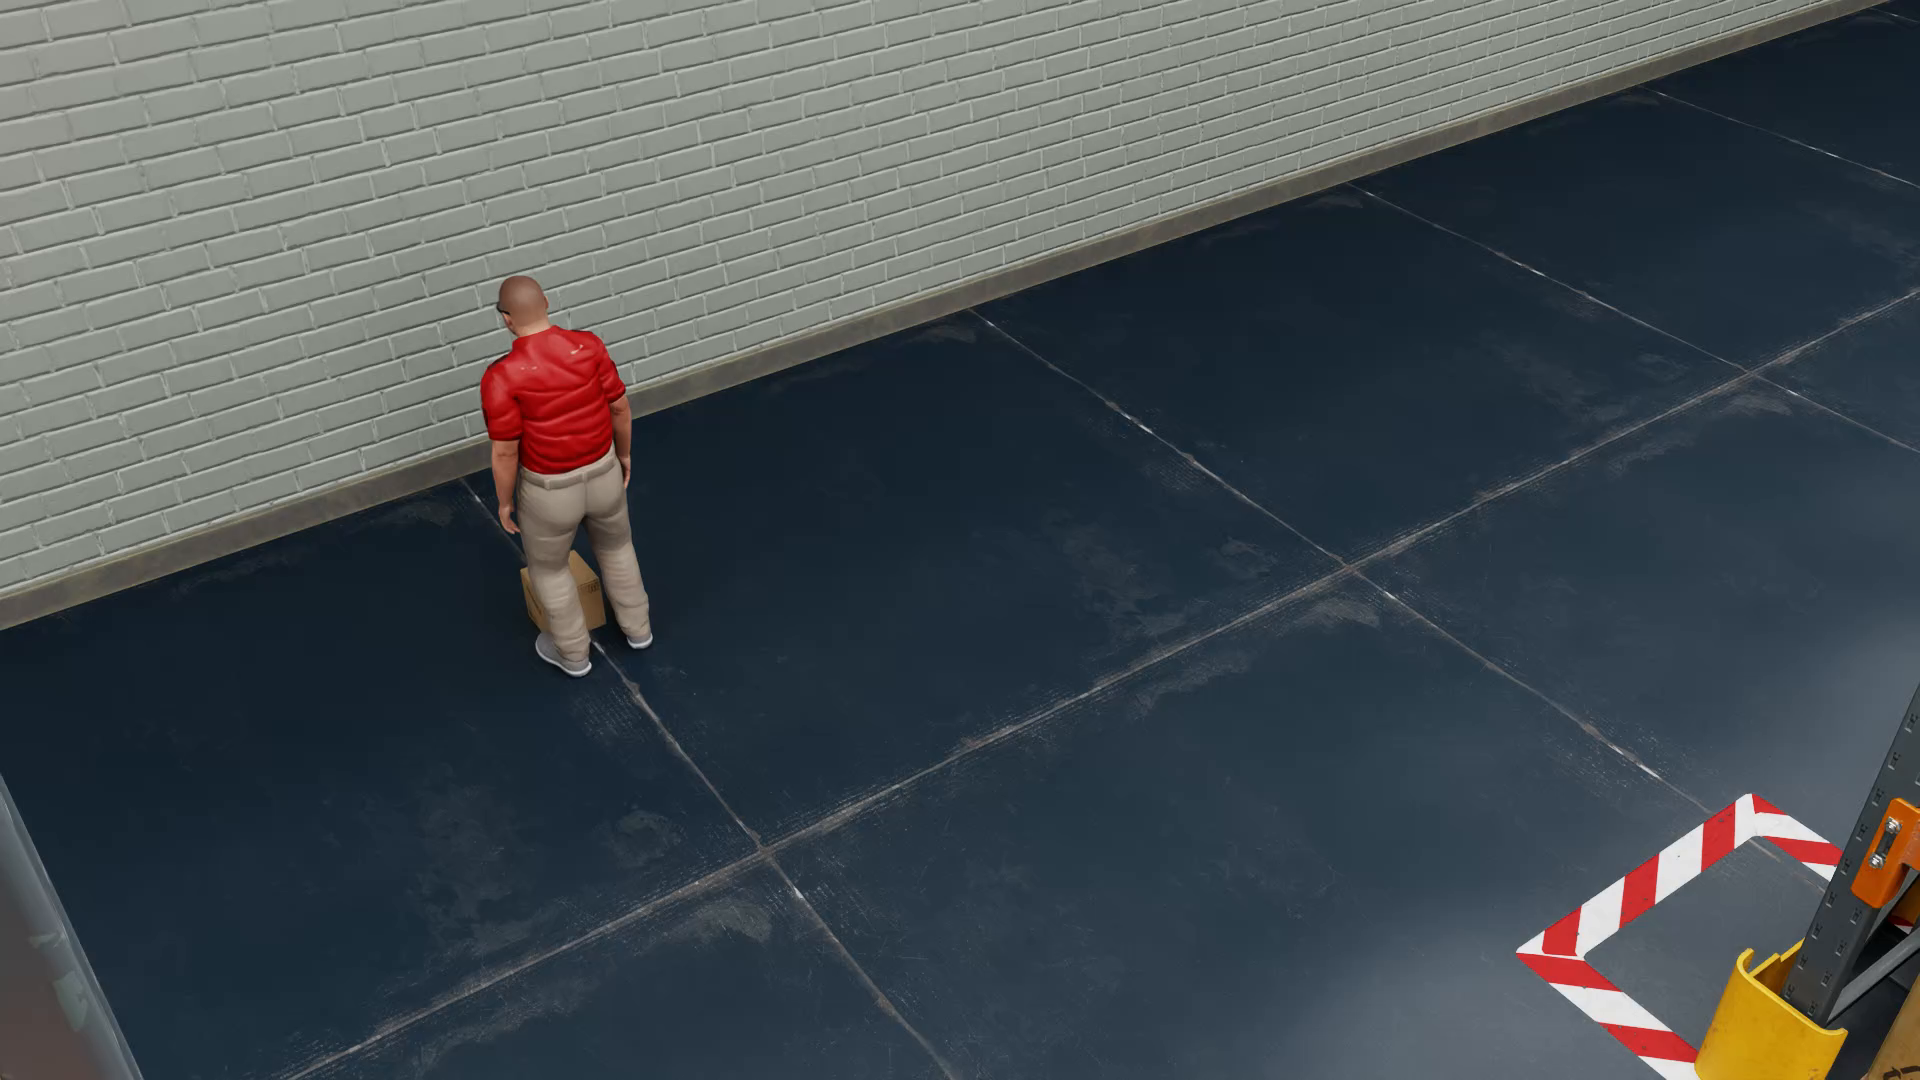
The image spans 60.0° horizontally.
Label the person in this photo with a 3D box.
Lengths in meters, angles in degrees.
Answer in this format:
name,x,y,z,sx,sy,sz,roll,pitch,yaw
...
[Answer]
name,x,y,z,sx,sy,sz,roll,pitch,yaw
person,-1.535,-0.232,6.478,0.590,1.725,0.392,-25,43,-30
